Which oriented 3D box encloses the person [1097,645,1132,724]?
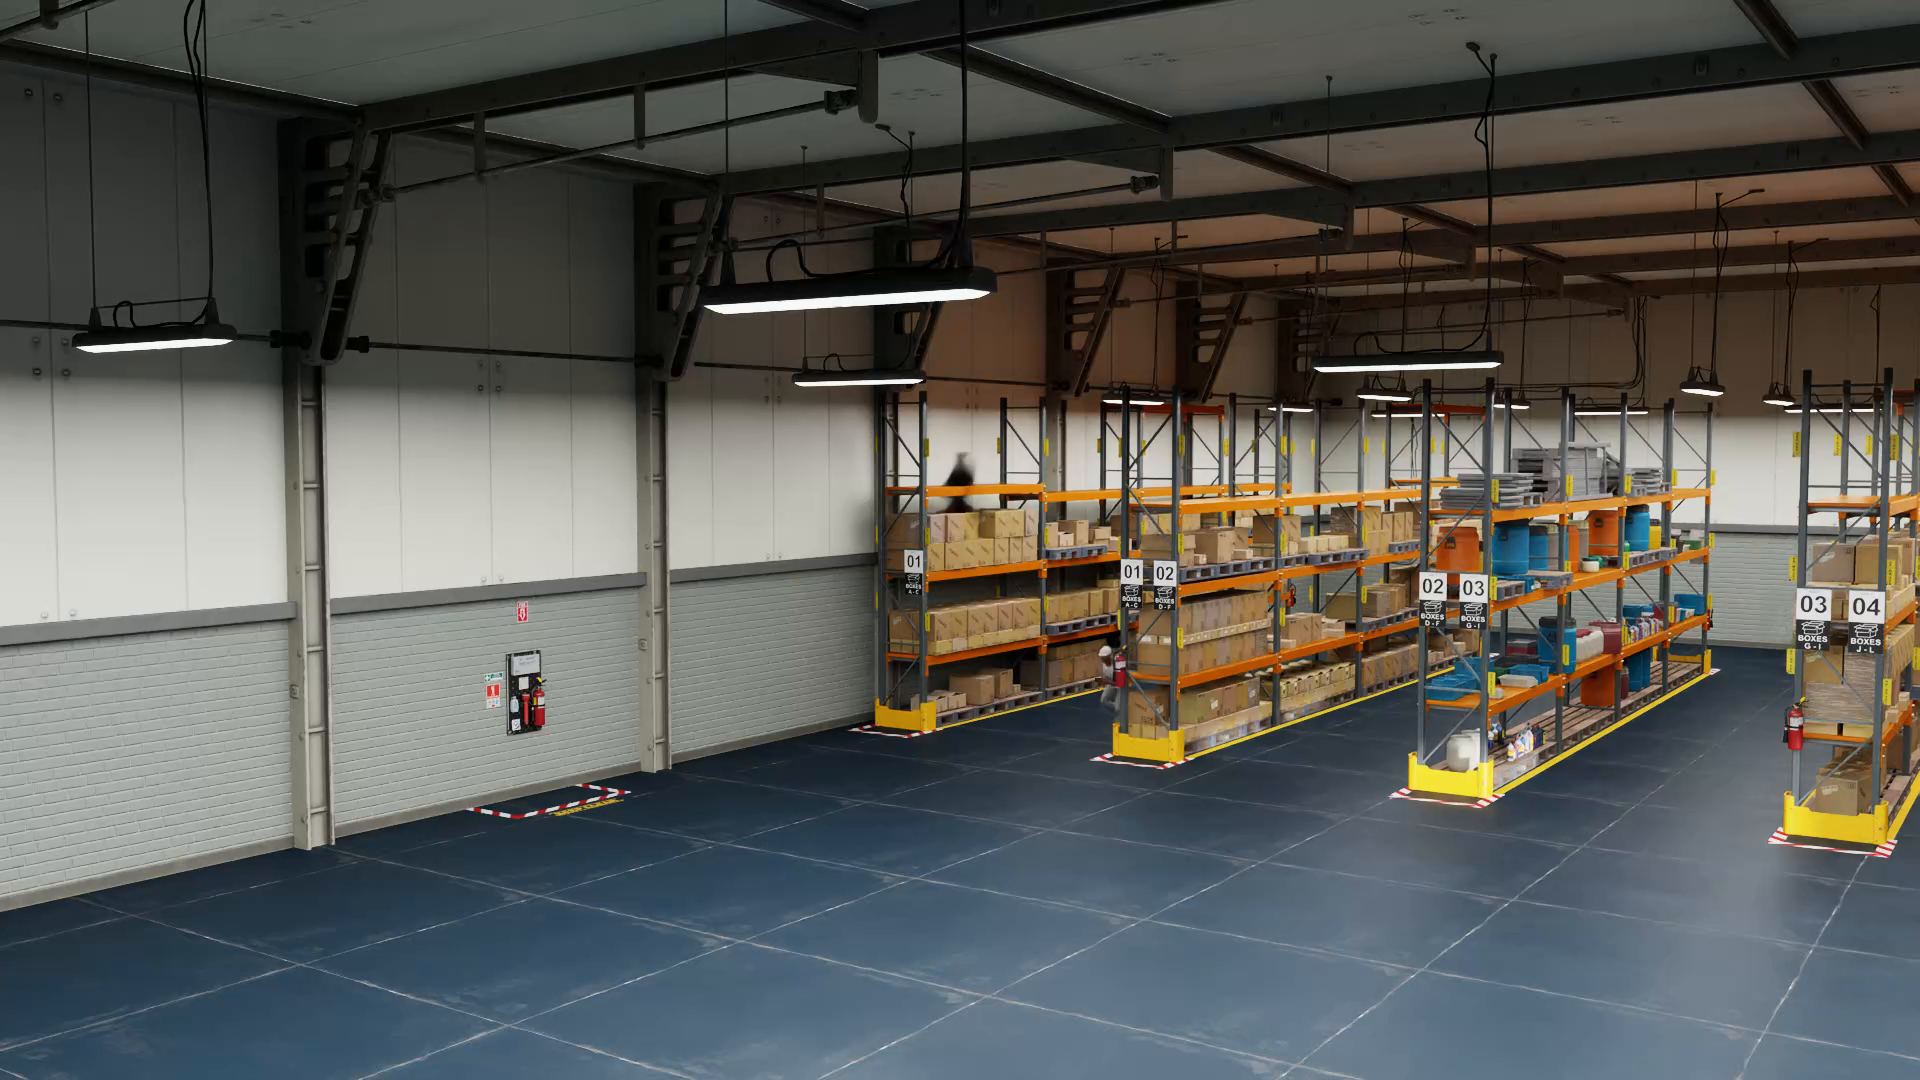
[{"bbox_3d":[2.732,2.595,29.352,0.991,1.526,0.732,-2,4,-34],"label":"person"}]
